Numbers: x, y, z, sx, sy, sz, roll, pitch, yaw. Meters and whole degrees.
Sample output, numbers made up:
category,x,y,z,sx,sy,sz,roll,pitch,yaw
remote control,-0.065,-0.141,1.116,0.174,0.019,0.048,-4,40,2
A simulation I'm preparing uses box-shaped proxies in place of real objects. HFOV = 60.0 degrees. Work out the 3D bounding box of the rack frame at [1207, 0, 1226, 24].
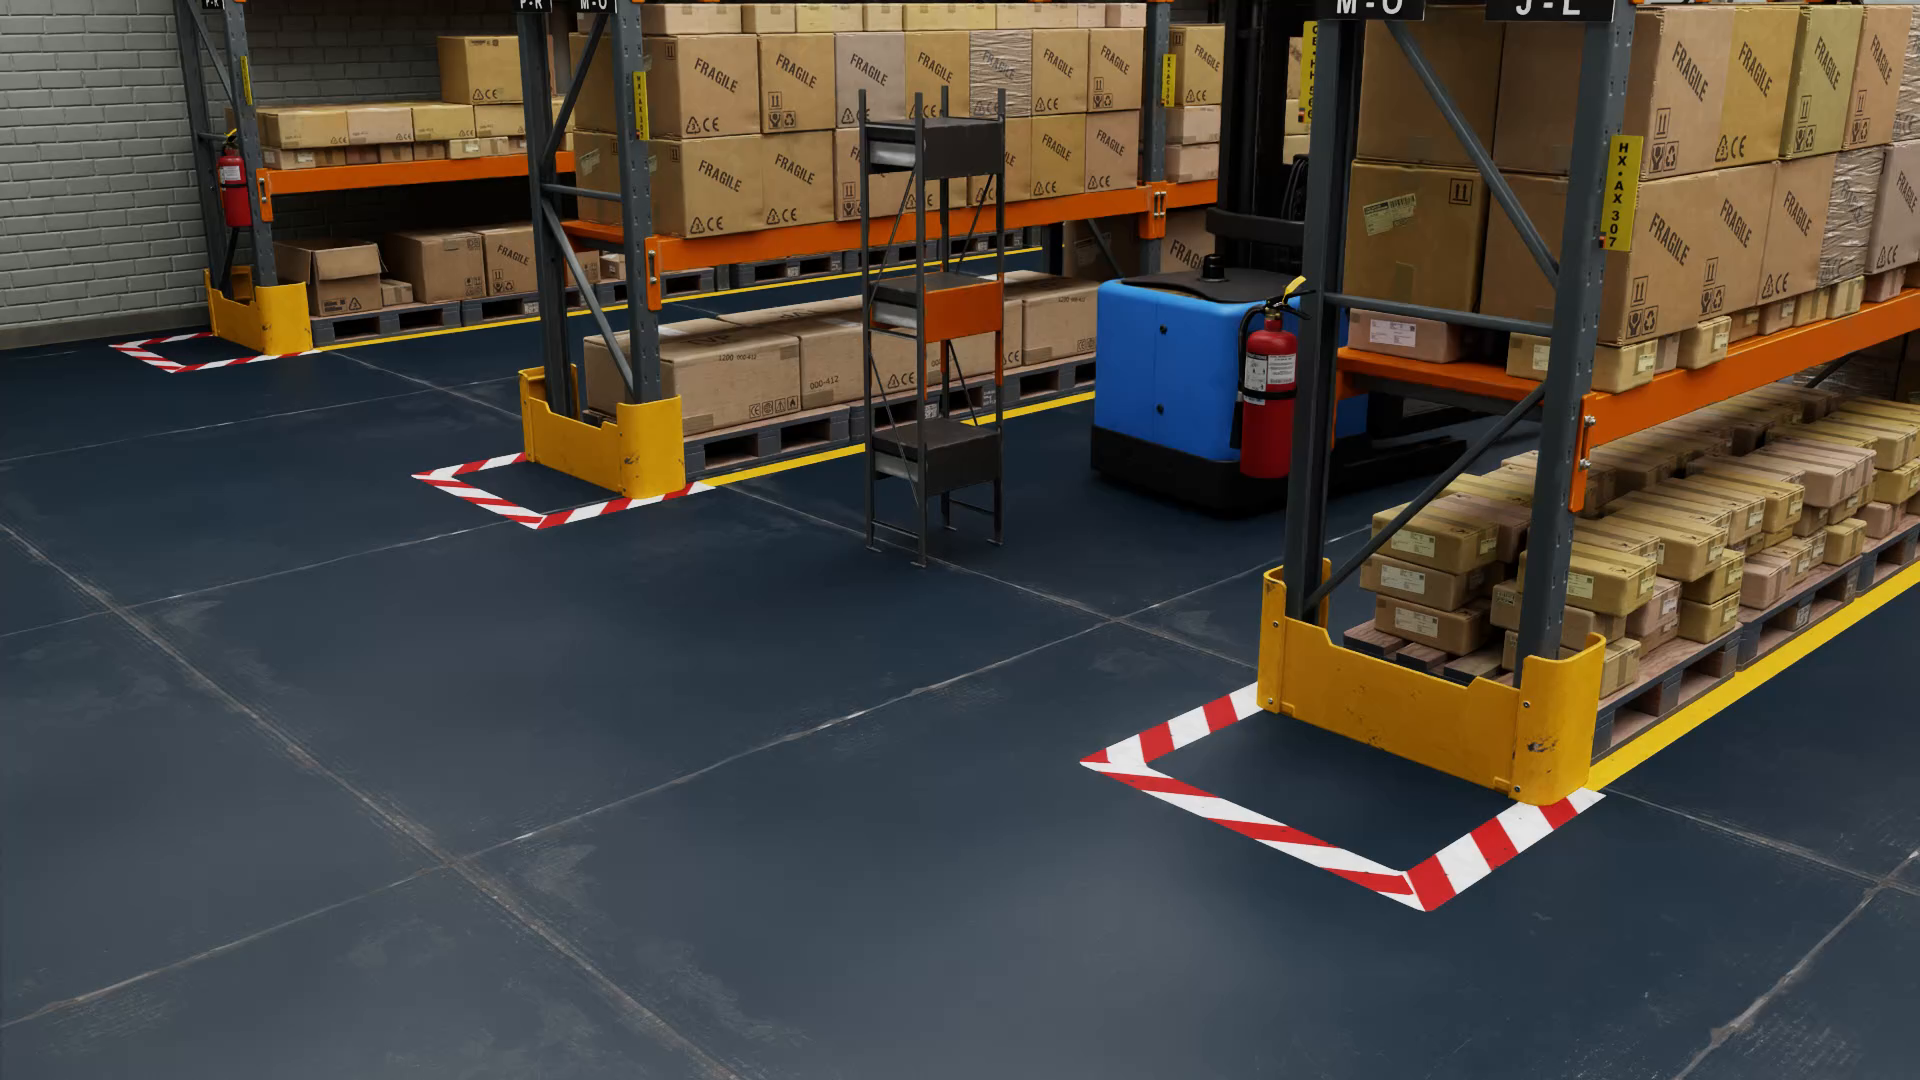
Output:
category,x,y,z,sx,sy,sz,roll,pitch,yaw
rack frame,3.367,-5.456,19.948,0.127,3.000,1.000,-16,24,-41

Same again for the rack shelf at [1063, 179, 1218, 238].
category,x,y,z,sx,sy,sz,roll,pitch,yaw
rack shelf,2.421,-2.730,12.709,4.000,0.370,1.077,-16,24,-41

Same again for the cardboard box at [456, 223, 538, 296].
category,x,y,z,sx,sy,sz,roll,pitch,yaw
cardboard box,-3.742,-2.294,13.568,0.500,0.500,0.500,-16,24,-40

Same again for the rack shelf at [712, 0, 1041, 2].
category,x,y,z,sx,sy,sz,roll,pitch,yaw
rack shelf,-0.992,-5.269,15.675,4.000,0.370,1.077,-16,24,-41

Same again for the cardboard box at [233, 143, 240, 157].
category,x,y,z,sx,sy,sz,roll,pitch,yaw
cardboard box,-5.296,-2.924,12.546,0.250,0.149,0.380,-17,24,-41

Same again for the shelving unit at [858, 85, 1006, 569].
category,x,y,z,sx,sy,sz,roll,pitch,yaw
shelving unit,-0.120,-0.964,7.553,0.503,2.100,0.431,-16,24,-41

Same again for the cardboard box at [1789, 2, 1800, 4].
category,x,y,z,sx,sy,sz,roll,pitch,yaw
cardboard box,8.335,-5.388,17.473,0.500,0.500,0.700,-16,24,-41

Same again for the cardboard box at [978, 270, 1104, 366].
category,x,y,z,sx,sy,sz,roll,pitch,yaw
cardboard box,0.438,-1.521,11.285,0.875,0.438,0.875,-17,24,-42

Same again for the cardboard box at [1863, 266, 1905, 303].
category,x,y,z,sx,sy,sz,roll,pitch,yaw
cardboard box,3.667,-1.093,6.899,0.380,0.149,0.250,17,24,41

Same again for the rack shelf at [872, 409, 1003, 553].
category,x,y,z,sx,sy,sz,roll,pitch,yaw
rack shelf,-0.120,-0.285,7.773,0.480,0.518,0.431,-16,24,-41

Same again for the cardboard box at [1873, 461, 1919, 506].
category,x,y,z,sx,sy,sz,roll,pitch,yaw
cardboard box,4.061,-0.287,7.466,0.380,0.149,0.250,17,24,42

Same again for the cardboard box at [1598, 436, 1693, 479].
category,x,y,z,sx,sy,sz,roll,pitch,yaw
cardboard box,2.896,-0.336,7.133,0.250,0.149,0.380,-16,24,-41

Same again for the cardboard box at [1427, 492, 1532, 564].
category,x,y,z,sx,sy,sz,roll,pitch,yaw
cardboard box,1.968,-0.049,6.250,0.250,0.149,0.380,-16,24,-40

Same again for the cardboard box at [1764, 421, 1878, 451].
category,x,y,z,sx,sy,sz,roll,pitch,yaw
cardboard box,3.786,-0.399,7.328,0.250,0.149,0.380,-15,23,-39

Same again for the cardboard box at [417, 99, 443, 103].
category,x,y,z,sx,sy,sz,roll,pitch,yaw
cardboard box,-4.081,-3.463,13.564,0.500,0.250,0.500,-16,24,-41

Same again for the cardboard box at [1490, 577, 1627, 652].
category,x,y,z,sx,sy,sz,roll,pitch,yaw
cardboard box,2.092,0.248,5.815,0.250,0.149,0.380,-15,23,-39

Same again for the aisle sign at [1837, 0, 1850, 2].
category,x,y,z,sx,sy,sz,roll,pitch,yaw
aisle sign,9.931,-6.376,18.573,0.004,0.787,0.394,-16,24,-41

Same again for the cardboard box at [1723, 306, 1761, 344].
category,x,y,z,sx,sy,sz,roll,pitch,yaw
cardboard box,2.693,-0.835,6.103,0.250,0.149,0.380,-17,24,-41

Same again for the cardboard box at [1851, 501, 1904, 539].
category,x,y,z,sx,sy,sz,roll,pitch,yaw
cardboard box,3.997,-0.138,7.489,0.380,0.149,0.250,17,25,42

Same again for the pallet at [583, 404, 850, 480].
category,x,y,z,sx,sy,sz,roll,pitch,yaw
pallet,-1.412,-0.662,9.683,1.213,0.211,1.003,-16,24,-41

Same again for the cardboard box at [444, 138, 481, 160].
category,x,y,z,sx,sy,sz,roll,pitch,yaw
cardboard box,-3.954,-3.063,12.976,0.380,0.149,0.250,17,25,42

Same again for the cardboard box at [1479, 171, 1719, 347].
category,x,y,z,sx,sy,sz,roll,pitch,yaw
cardboard box,2.051,-0.936,5.362,0.500,0.500,0.500,-15,23,-38

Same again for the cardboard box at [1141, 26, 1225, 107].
category,x,y,z,sx,sy,sz,roll,pitch,yaw
cardboard box,1.485,-3.201,11.210,0.500,0.500,0.500,-16,24,-40

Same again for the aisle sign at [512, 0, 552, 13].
category,x,y,z,sx,sy,sz,roll,pitch,yaw
aisle sign,-2.204,-3.092,8.443,0.004,0.787,0.394,-16,24,-41

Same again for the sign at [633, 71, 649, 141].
category,x,y,z,sx,sy,sz,roll,pitch,yaw
sign,-1.562,-2.125,8.143,0.005,0.325,0.100,-16,24,-41

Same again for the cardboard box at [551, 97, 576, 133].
category,x,y,z,sx,sy,sz,roll,pitch,yaw
cardboard box,-3.373,-3.456,13.541,0.500,0.250,0.500,-16,24,-41

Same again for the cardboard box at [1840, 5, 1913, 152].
category,x,y,z,sx,sy,sz,roll,pitch,yaw
cardboard box,3.167,-1.736,6.210,0.500,0.500,0.500,17,25,42

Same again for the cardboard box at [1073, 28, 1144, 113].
category,x,y,z,sx,sy,sz,roll,pitch,yaw
cardboard box,0.814,-3.010,10.622,0.500,0.500,0.500,-17,24,-41

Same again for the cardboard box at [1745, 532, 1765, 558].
category,x,y,z,sx,sy,sz,roll,pitch,yaw
cardboard box,3.004,-0.043,6.714,0.250,0.149,0.380,-15,23,-38

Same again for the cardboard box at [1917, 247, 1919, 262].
category,x,y,z,sx,sy,sz,roll,pitch,yaw
cardboard box,3.906,-1.474,7.024,0.500,0.500,0.500,-17,25,-42

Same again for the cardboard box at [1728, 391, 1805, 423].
category,x,y,z,sx,sy,sz,roll,pitch,yaw
cardboard box,3.808,-0.616,7.998,0.250,0.149,0.380,-15,23,-38

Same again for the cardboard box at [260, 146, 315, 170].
category,x,y,z,sx,sy,sz,roll,pitch,yaw
cardboard box,-4.925,-2.801,12.169,0.250,0.149,0.380,-16,24,-41

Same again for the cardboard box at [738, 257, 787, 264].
category,x,y,z,sx,sy,sz,roll,pitch,yaw
cardboard box,-1.939,-2.823,15.201,0.500,0.500,0.500,-15,23,-38

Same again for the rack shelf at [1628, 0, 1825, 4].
category,x,y,z,sx,sy,sz,roll,pitch,yaw
rack shelf,2.989,-2.222,6.277,4.000,0.370,1.077,-16,24,-41

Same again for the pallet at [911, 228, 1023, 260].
category,x,y,z,sx,sy,sz,roll,pitch,yaw
pallet,-0.108,-3.132,17.302,1.213,0.211,1.003,-16,24,-41

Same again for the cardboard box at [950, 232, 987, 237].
category,x,y,z,sx,sy,sz,roll,pitch,yaw
cardboard box,-0.069,-3.377,16.909,0.500,0.500,0.500,-17,24,-42

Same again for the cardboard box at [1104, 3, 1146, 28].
category,x,y,z,sx,sy,sz,roll,pitch,yaw
cardboard box,0.962,-3.344,10.600,0.250,0.149,0.380,-17,24,-42

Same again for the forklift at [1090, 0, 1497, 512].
category,x,y,z,sx,sy,sz,roll,pitch,yaw
forklift,2.189,-1.874,9.014,3.031,2.935,1.130,-13,22,-34

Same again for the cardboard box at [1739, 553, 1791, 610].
category,x,y,z,sx,sy,sz,roll,pitch,yaw
cardboard box,3.067,0.138,6.639,0.380,0.149,0.250,16,24,41

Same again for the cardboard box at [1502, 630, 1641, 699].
category,x,y,z,sx,sy,sz,roll,pitch,yaw
cardboard box,2.136,0.404,5.817,0.250,0.149,0.380,-16,24,-40

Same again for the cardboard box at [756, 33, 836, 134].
category,x,y,z,sx,sy,sz,roll,pitch,yaw
cardboard box,-1.024,-2.473,8.966,0.500,0.500,0.500,-17,25,-42

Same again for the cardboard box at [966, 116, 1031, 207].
category,x,y,z,sx,sy,sz,roll,pitch,yaw
cardboard box,0.081,-2.321,10.117,0.500,0.500,0.500,-17,24,-42

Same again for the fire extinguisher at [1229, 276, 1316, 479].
category,x,y,z,sx,sy,sz,roll,pitch,yaw
fire extinguisher,1.035,-0.549,5.545,0.183,0.674,0.296,-16,24,-41

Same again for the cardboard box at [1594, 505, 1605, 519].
category,x,y,z,sx,sy,sz,roll,pitch,yaw
cardboard box,2.467,-0.097,6.881,0.250,0.149,0.380,-16,24,-40

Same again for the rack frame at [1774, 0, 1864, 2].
category,x,y,z,sx,sy,sz,roll,pitch,yaw
rack frame,9.687,-5.192,19.133,0.127,3.000,1.000,-16,24,-41

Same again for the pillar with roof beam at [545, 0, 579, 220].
category,x,y,z,sx,sy,sz,roll,pitch,yaw
pillar with roof beam,-0.613,-5.704,10.986,0.400,9.000,9.100,-16,24,-41

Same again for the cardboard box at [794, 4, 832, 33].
category,x,y,z,sx,sy,sz,roll,pitch,yaw
cardboard box,-0.903,-2.807,8.943,0.380,0.149,0.250,17,25,42

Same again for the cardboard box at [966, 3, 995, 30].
category,x,y,z,sx,sy,sz,roll,pitch,yaw
cardboard box,-0.010,-3.087,9.808,0.250,0.149,0.380,-17,24,-42

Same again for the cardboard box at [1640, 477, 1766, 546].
category,x,y,z,sx,sy,sz,roll,pitch,yaw
cardboard box,2.870,-0.113,6.445,0.250,0.149,0.380,-15,23,-39
